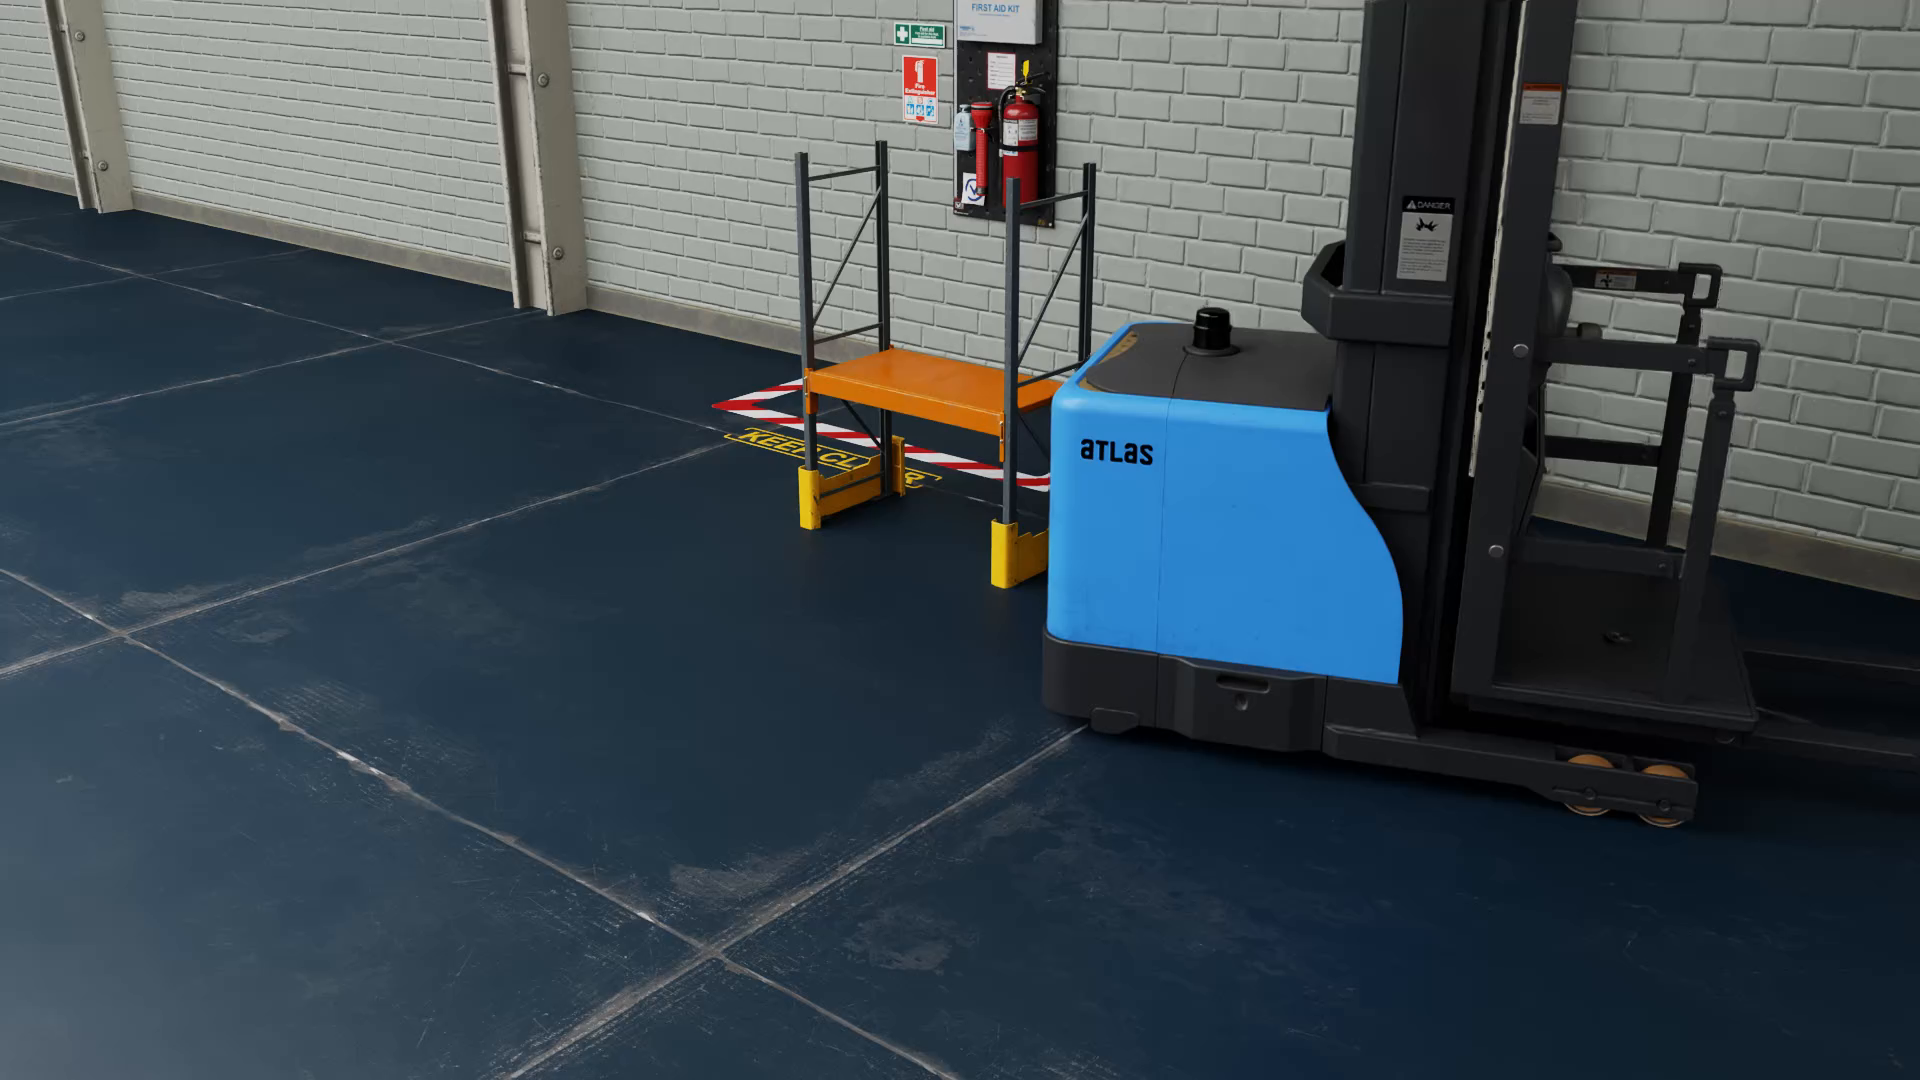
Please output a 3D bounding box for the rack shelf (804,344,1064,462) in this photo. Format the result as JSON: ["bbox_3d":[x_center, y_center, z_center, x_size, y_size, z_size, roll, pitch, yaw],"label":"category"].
[{"bbox_3d":[-0.066,-0.552,6.517,1.000,0.185,0.538,16,26,36],"label":"rack shelf"}]

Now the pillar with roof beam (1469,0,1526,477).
[{"bbox_3d":[-0.671,-3.179,2.344,0.400,9.000,9.100,16,26,36],"label":"pillar with roof beam"}]

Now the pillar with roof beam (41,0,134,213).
[{"bbox_3d":[-9.968,-5.856,9.443,0.400,9.000,9.100,16,26,36],"label":"pillar with roof beam"}]

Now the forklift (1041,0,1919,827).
[{"bbox_3d":[1.826,-0.792,4.615,3.031,2.935,1.130,7,22,17],"label":"forklift"}]

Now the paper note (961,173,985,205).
[{"bbox_3d":[0.067,-1.756,8.323,0.142,0.148,0.016,16,26,36],"label":"paper note"}]

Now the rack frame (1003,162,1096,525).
[{"bbox_3d":[0.328,-0.607,6.153,0.032,1.500,0.500,16,26,36],"label":"rack frame"}]

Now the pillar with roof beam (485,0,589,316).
[{"bbox_3d":[-5.319,-4.517,5.894,0.400,9.000,9.100,16,26,36],"label":"pillar with roof beam"}]

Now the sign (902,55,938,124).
[{"bbox_3d":[-0.203,-2.278,8.408,0.234,0.329,0.001,16,26,36],"label":"sign"}]

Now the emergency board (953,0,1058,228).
[{"bbox_3d":[0.161,-2.110,8.013,0.643,1.169,0.194,16,26,36],"label":"emergency board"}]

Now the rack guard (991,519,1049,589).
[{"bbox_3d":[0.327,-0.023,6.375,0.087,0.250,0.587,16,26,36],"label":"rack guard"}]

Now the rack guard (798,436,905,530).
[{"bbox_3d":[-0.445,-0.245,6.964,0.087,0.250,0.587,16,26,36],"label":"rack guard"}]

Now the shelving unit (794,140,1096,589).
[{"bbox_3d":[-0.059,-0.719,6.449,1.083,1.500,0.587,16,26,36],"label":"shelving unit"}]

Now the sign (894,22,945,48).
[{"bbox_3d":[-0.205,-2.523,8.306,0.331,0.109,0.001,16,26,36],"label":"sign"}]

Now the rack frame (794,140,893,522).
[{"bbox_3d":[-0.460,-0.834,6.755,0.032,1.500,0.500,16,26,36],"label":"rack frame"}]
